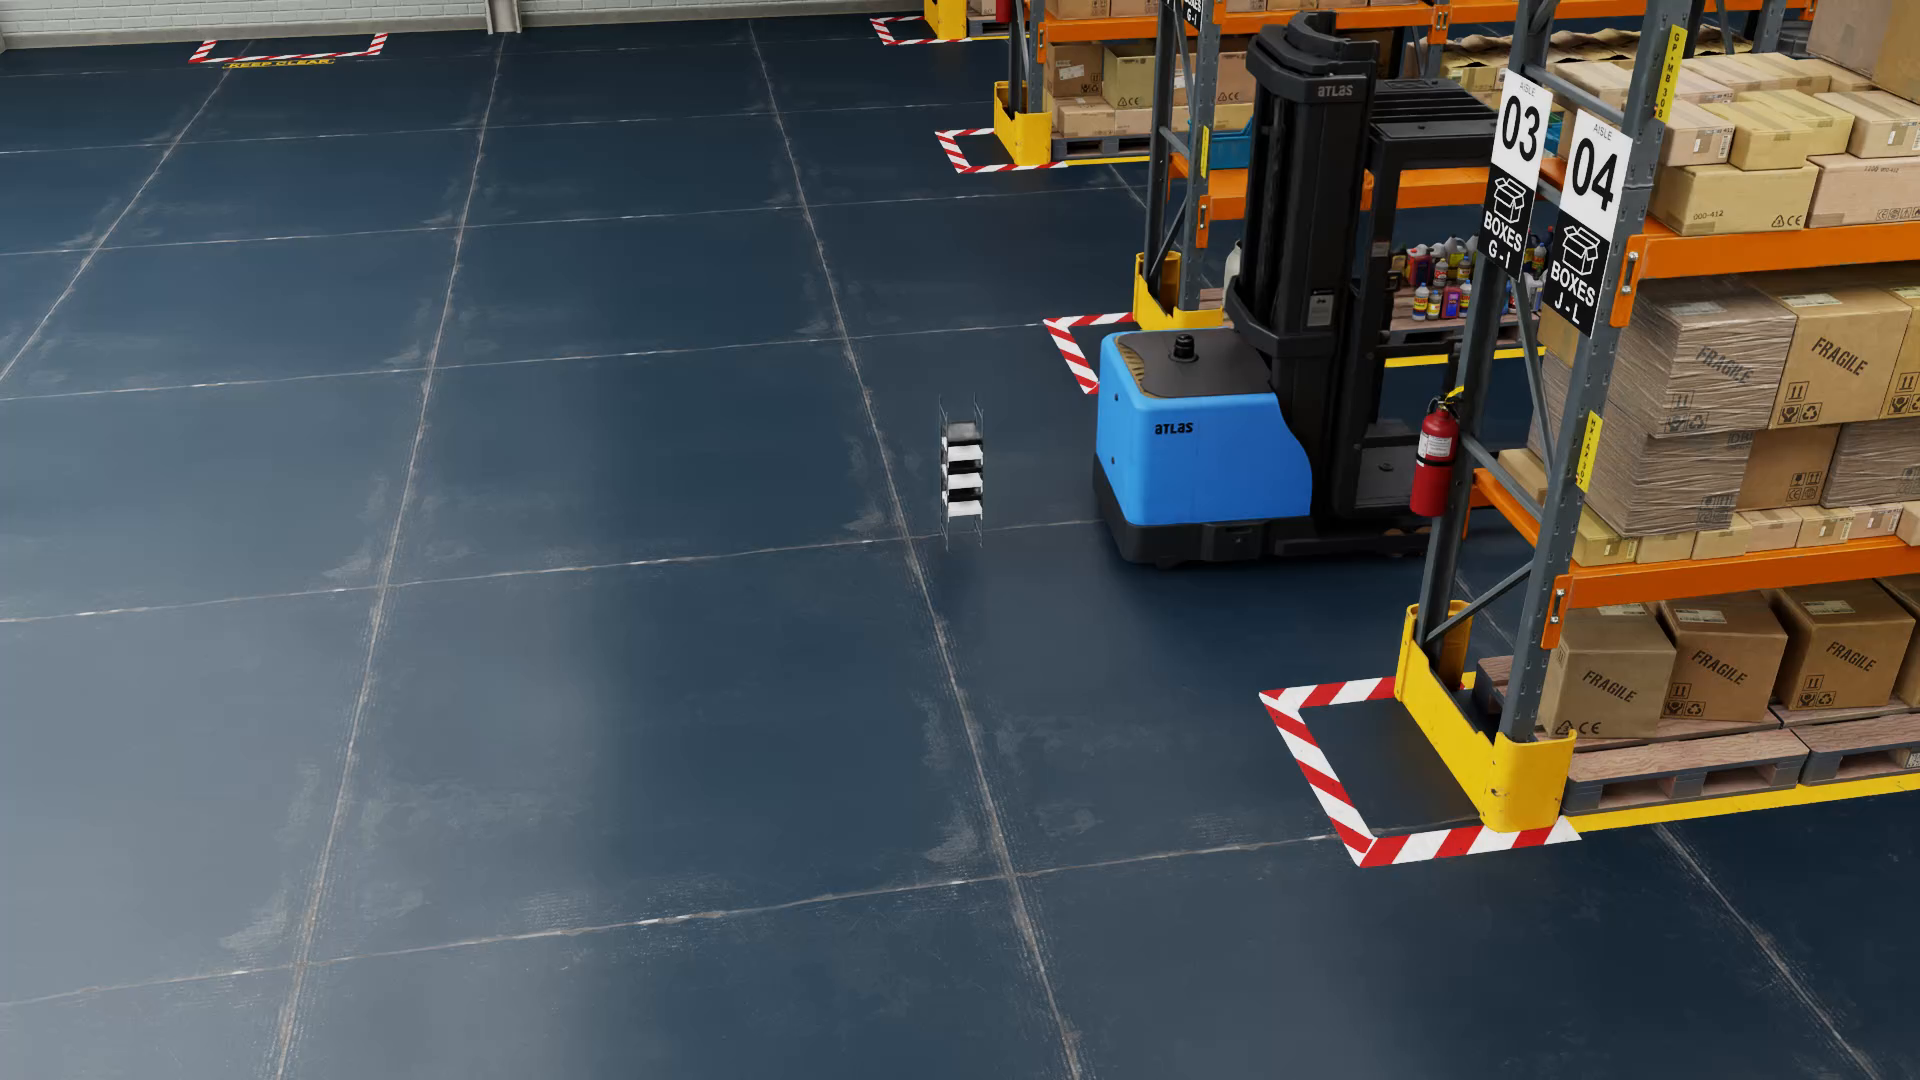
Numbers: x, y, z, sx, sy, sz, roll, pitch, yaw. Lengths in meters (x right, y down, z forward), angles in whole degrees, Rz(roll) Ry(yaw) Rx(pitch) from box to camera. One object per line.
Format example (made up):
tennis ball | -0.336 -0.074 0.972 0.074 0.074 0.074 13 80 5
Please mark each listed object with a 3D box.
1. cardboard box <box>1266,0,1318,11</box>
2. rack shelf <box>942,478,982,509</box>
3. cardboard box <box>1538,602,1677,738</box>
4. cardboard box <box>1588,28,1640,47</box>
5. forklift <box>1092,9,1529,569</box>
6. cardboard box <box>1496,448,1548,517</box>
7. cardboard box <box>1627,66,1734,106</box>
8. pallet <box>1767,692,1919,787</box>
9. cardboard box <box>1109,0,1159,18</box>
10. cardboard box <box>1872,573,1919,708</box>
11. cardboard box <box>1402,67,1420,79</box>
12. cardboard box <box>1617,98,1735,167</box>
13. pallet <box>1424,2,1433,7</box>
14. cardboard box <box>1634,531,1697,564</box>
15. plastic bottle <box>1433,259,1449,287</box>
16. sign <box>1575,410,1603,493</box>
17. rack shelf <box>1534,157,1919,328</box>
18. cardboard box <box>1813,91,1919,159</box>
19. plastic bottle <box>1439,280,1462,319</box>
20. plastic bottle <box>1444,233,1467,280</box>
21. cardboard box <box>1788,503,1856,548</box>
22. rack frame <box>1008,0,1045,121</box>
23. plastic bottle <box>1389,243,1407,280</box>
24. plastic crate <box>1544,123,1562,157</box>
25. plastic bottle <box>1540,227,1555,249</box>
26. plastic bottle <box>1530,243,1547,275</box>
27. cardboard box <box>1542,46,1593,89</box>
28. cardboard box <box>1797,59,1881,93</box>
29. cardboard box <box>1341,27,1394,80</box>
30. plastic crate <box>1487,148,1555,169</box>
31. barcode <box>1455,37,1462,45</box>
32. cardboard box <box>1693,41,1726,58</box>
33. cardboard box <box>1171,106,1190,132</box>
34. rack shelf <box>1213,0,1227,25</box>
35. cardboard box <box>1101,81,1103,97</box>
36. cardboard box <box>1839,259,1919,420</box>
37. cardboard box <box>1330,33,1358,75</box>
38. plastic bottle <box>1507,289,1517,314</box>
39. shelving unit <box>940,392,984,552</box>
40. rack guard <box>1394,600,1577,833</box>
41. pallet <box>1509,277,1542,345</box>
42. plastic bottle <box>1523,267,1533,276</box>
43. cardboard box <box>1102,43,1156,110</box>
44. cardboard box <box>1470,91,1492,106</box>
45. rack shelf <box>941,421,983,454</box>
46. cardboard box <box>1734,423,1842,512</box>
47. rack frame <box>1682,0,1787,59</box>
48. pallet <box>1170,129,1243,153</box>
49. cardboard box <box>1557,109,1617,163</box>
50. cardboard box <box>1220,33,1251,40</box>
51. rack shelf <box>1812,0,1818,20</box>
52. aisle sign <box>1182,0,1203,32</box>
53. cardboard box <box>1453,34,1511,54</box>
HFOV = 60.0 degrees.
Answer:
cardboard box | 3.122 -5.460 16.091 0.500 0.500 0.700 -5 31 -8
rack shelf | 0.008 -0.282 9.700 0.200 0.077 0.258 -5 31 -9
cardboard box | 3.032 0.597 7.941 0.500 0.500 0.500 0 30 0
cardboard box | 6.918 -5.159 17.424 0.500 0.311 0.500 -6 31 -10
forklift | 2.377 -1.422 9.392 3.031 2.935 1.130 -4 31 -6
cardboard box | 2.658 -0.271 7.614 0.250 0.149 0.380 -5 31 -9
cardboard box | 2.909 -1.797 6.757 0.250 0.149 0.380 -6 31 -11
pallet | 4.493 0.778 8.333 1.213 0.211 1.003 -5 31 -9
cardboard box | 1.611 -5.320 15.854 0.500 0.500 0.700 -5 31 -8
cardboard box | 4.790 0.449 8.193 0.500 0.500 0.500 -8 31 -13
cardboard box | 4.924 -4.733 17.254 0.500 0.250 0.500 -6 31 -9
cardboard box | 2.727 -1.561 6.355 0.250 0.149 0.380 -6 31 -9
pallet | 5.641 -7.008 21.574 1.213 0.211 1.003 -5 31 -9
cardboard box | 2.987 -0.063 7.260 0.250 0.149 0.380 -5 31 -9
plastic bottle | 3.680 -2.051 12.720 0.097 0.201 0.097 0 30 0
sign | 2.513 -0.353 6.652 0.005 0.325 0.100 -5 31 -9
rack shelf | 4.382 -1.416 7.064 4.000 0.370 1.077 -5 31 -9
cardboard box | 3.507 -1.610 6.439 0.250 0.149 0.380 -4 31 -7
plastic bottle | 3.588 -1.761 12.145 0.133 0.283 0.061 -5 31 -8
plastic bottle | 3.802 -2.193 12.814 0.185 0.351 0.144 -4 31 -7
cardboard box | 3.725 -0.131 7.375 0.250 0.149 0.380 -5 31 -9
rack frame | 0.634 -5.190 15.732 0.127 3.000 1.000 -5 31 -9
plastic bottle | 3.362 -2.145 12.799 0.133 0.283 0.061 -5 31 -8
plastic crate | 4.418 -2.785 11.788 0.616 0.251 0.499 -5 31 -9
plastic bottle | 4.589 -2.266 12.939 0.185 0.351 0.144 -4 31 -8
plastic bottle | 4.468 -2.159 12.834 0.097 0.271 0.097 0 30 0
cardboard box | 6.022 -4.797 16.809 0.500 0.311 0.500 -6 31 -11
cardboard box | 3.667 -1.872 6.884 0.250 0.149 0.380 -5 31 -8
cardboard box | 4.056 -4.988 16.947 0.500 0.500 0.500 -5 31 -9
plastic crate | 3.906 -2.697 11.752 0.437 0.136 0.530 -5 31 -9
barcode | 4.895 -4.897 16.318 0.075 0.075 0.001 -5 31 -9
cardboard box | 7.522 -4.937 17.046 0.500 0.311 0.500 -6 31 -10
cardboard box | 2.185 -4.217 16.375 0.500 0.250 0.500 -5 31 -9
rack shelf | 3.490 -3.886 11.264 4.000 0.370 1.077 -5 31 -9
cardboard box | 1.598 -4.434 16.744 0.500 0.250 0.500 -5 31 -9
cardboard box | 3.990 -0.856 6.982 0.500 0.500 0.500 -5 31 -9
cardboard box | 3.658 -4.683 16.428 0.500 0.500 0.500 -5 31 -9
plastic bottle | 4.097 -1.782 12.262 0.097 0.201 0.097 0 30 0
shelving unit | 0.008 -0.389 9.638 0.210 0.900 0.258 -5 31 -9
rack guard | 2.490 0.820 7.977 0.348 0.500 1.175 -5 31 -9
pallet | 4.789 -1.843 12.790 1.213 0.211 1.003 -5 31 -9
plastic bottle | 4.189 -1.895 12.373 0.133 0.283 0.061 -5 31 -9
cardboard box | 1.693 -4.494 16.106 0.500 0.500 0.500 -5 31 -9
cardboard box | 5.010 -4.464 16.796 0.500 0.250 0.500 -6 31 -10
rack shelf | 0.008 -0.593 9.518 0.200 0.077 0.258 -5 31 -9
cardboard box | 3.431 -0.564 7.472 0.500 0.500 0.875 -5 31 -9
rack frame | 5.457 -3.085 12.152 0.127 3.000 1.000 -5 31 -9
pallet | 2.576 -4.188 16.779 1.213 0.211 1.003 -5 31 -9
cardboard box | 2.843 -1.650 6.899 0.500 0.250 0.500 -5 31 -8
cardboard box | 2.581 -4.850 16.712 0.500 0.500 0.500 -5 31 -9
rack shelf | 10.471 -5.793 17.467 4.000 0.370 1.077 -5 31 -9
aisle sign | 1.505 -3.688 10.613 0.004 0.787 0.394 -5 31 -9
cardboard box | 5.426 -5.023 17.193 0.500 0.311 0.500 -4 31 -8
